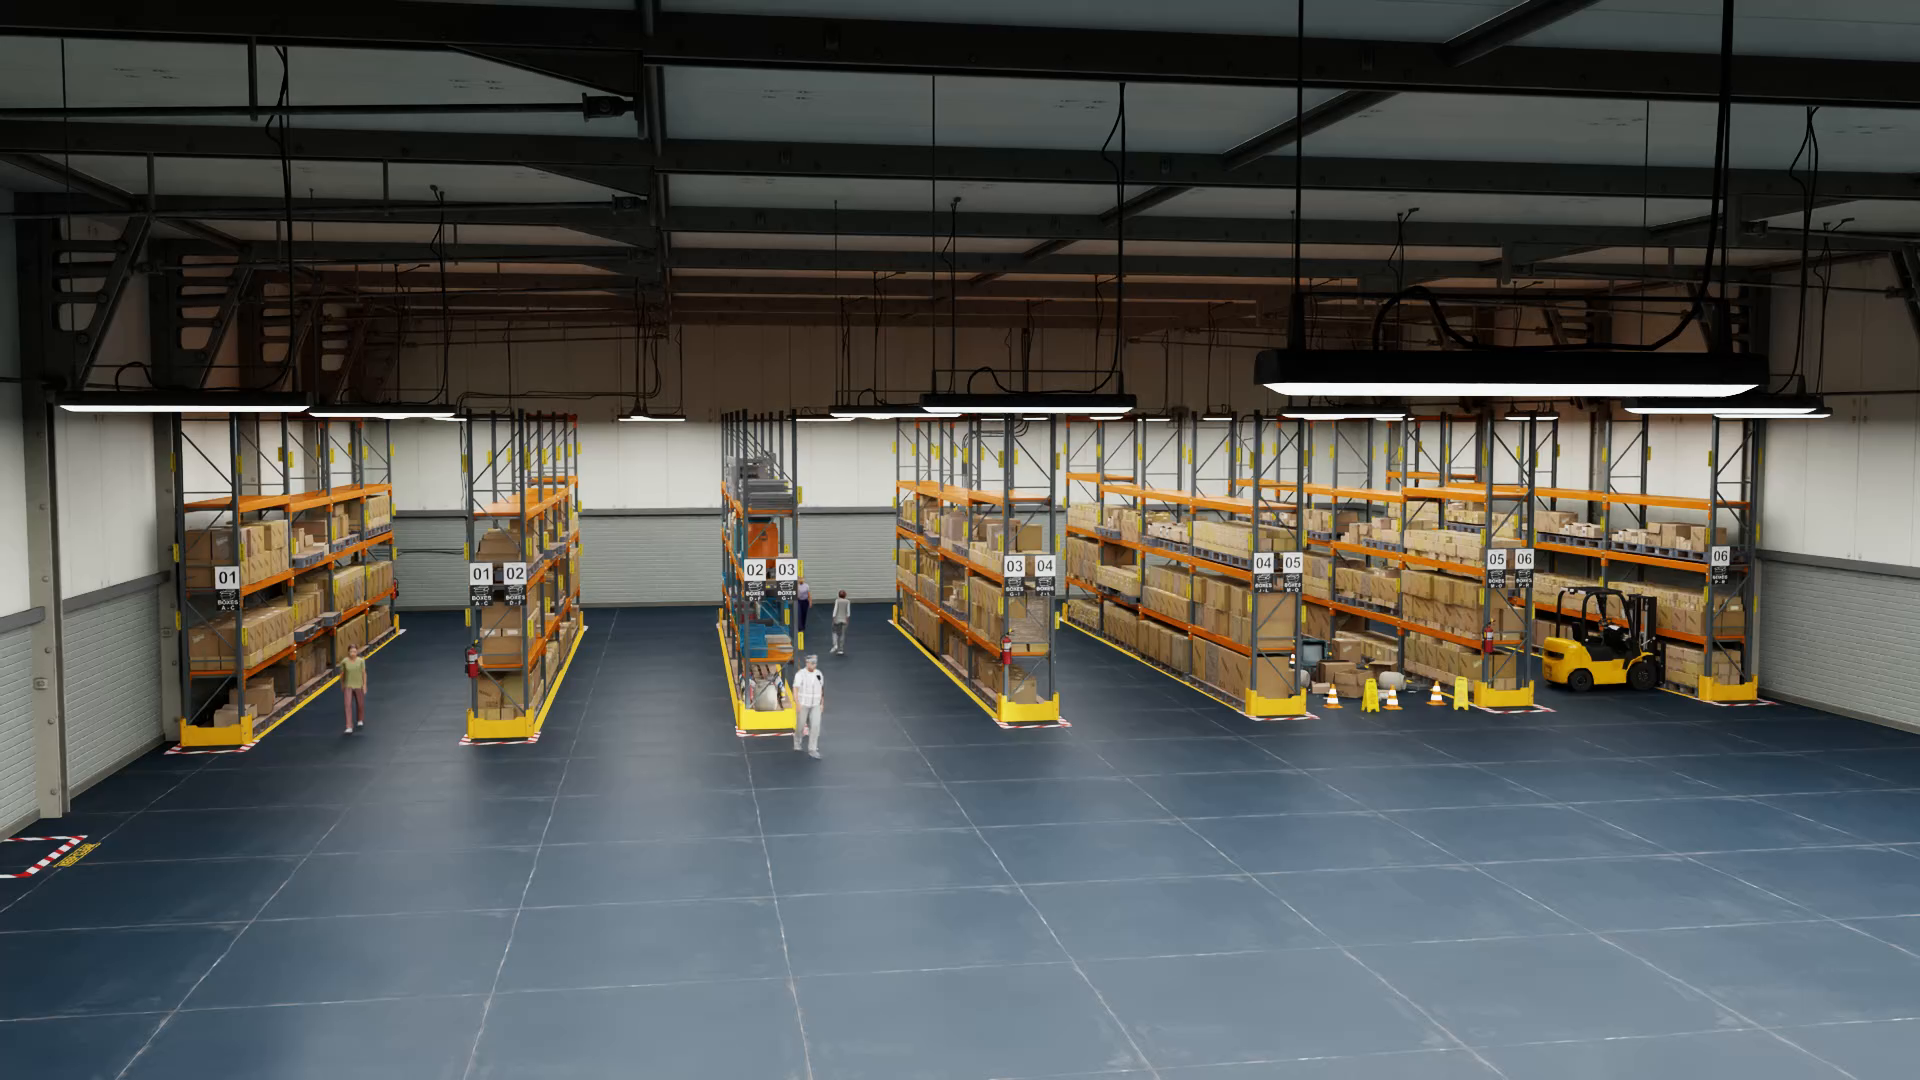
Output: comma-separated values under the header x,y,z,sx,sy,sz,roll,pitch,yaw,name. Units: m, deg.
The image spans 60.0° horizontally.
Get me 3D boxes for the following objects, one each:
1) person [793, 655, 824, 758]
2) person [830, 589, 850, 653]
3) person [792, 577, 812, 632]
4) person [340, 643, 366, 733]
x,y,z,sx,sy,sz,roll,pitch,yaw,name
-2.600,2.854,28.811,0.633,1.738,0.858,-2,5,-31,person
-2.980,2.032,41.377,0.504,1.600,0.378,-1,4,-8,person
-4.342,1.737,45.532,0.527,1.588,1.034,-1,4,-12,person
-11.332,2.740,31.069,0.452,1.640,0.900,-2,5,-28,person
